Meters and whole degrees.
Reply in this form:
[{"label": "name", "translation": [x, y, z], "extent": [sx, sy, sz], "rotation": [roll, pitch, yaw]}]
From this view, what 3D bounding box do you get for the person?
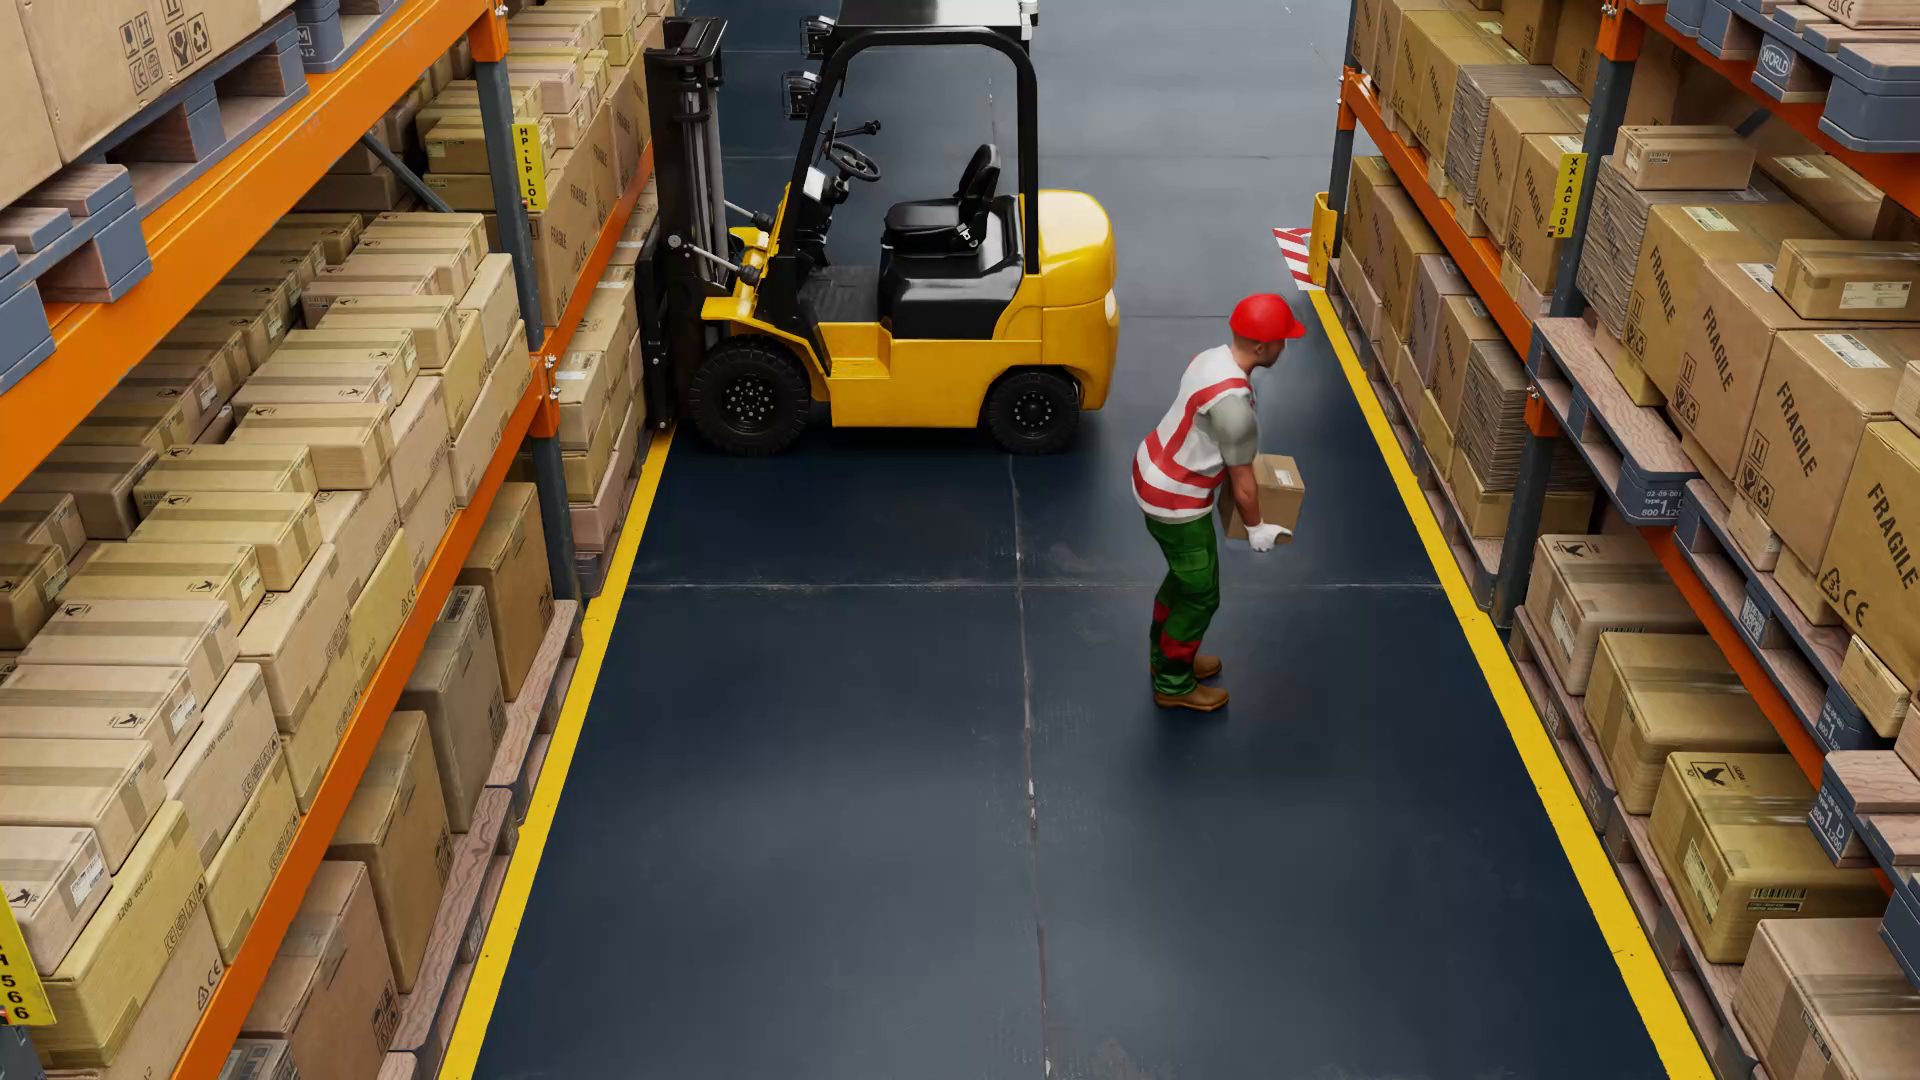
[{"label": "person", "translation": [0.962, -0.141, 6.404], "extent": [0.601, 1.725, 0.481], "rotation": [-1, 31, -1]}]
